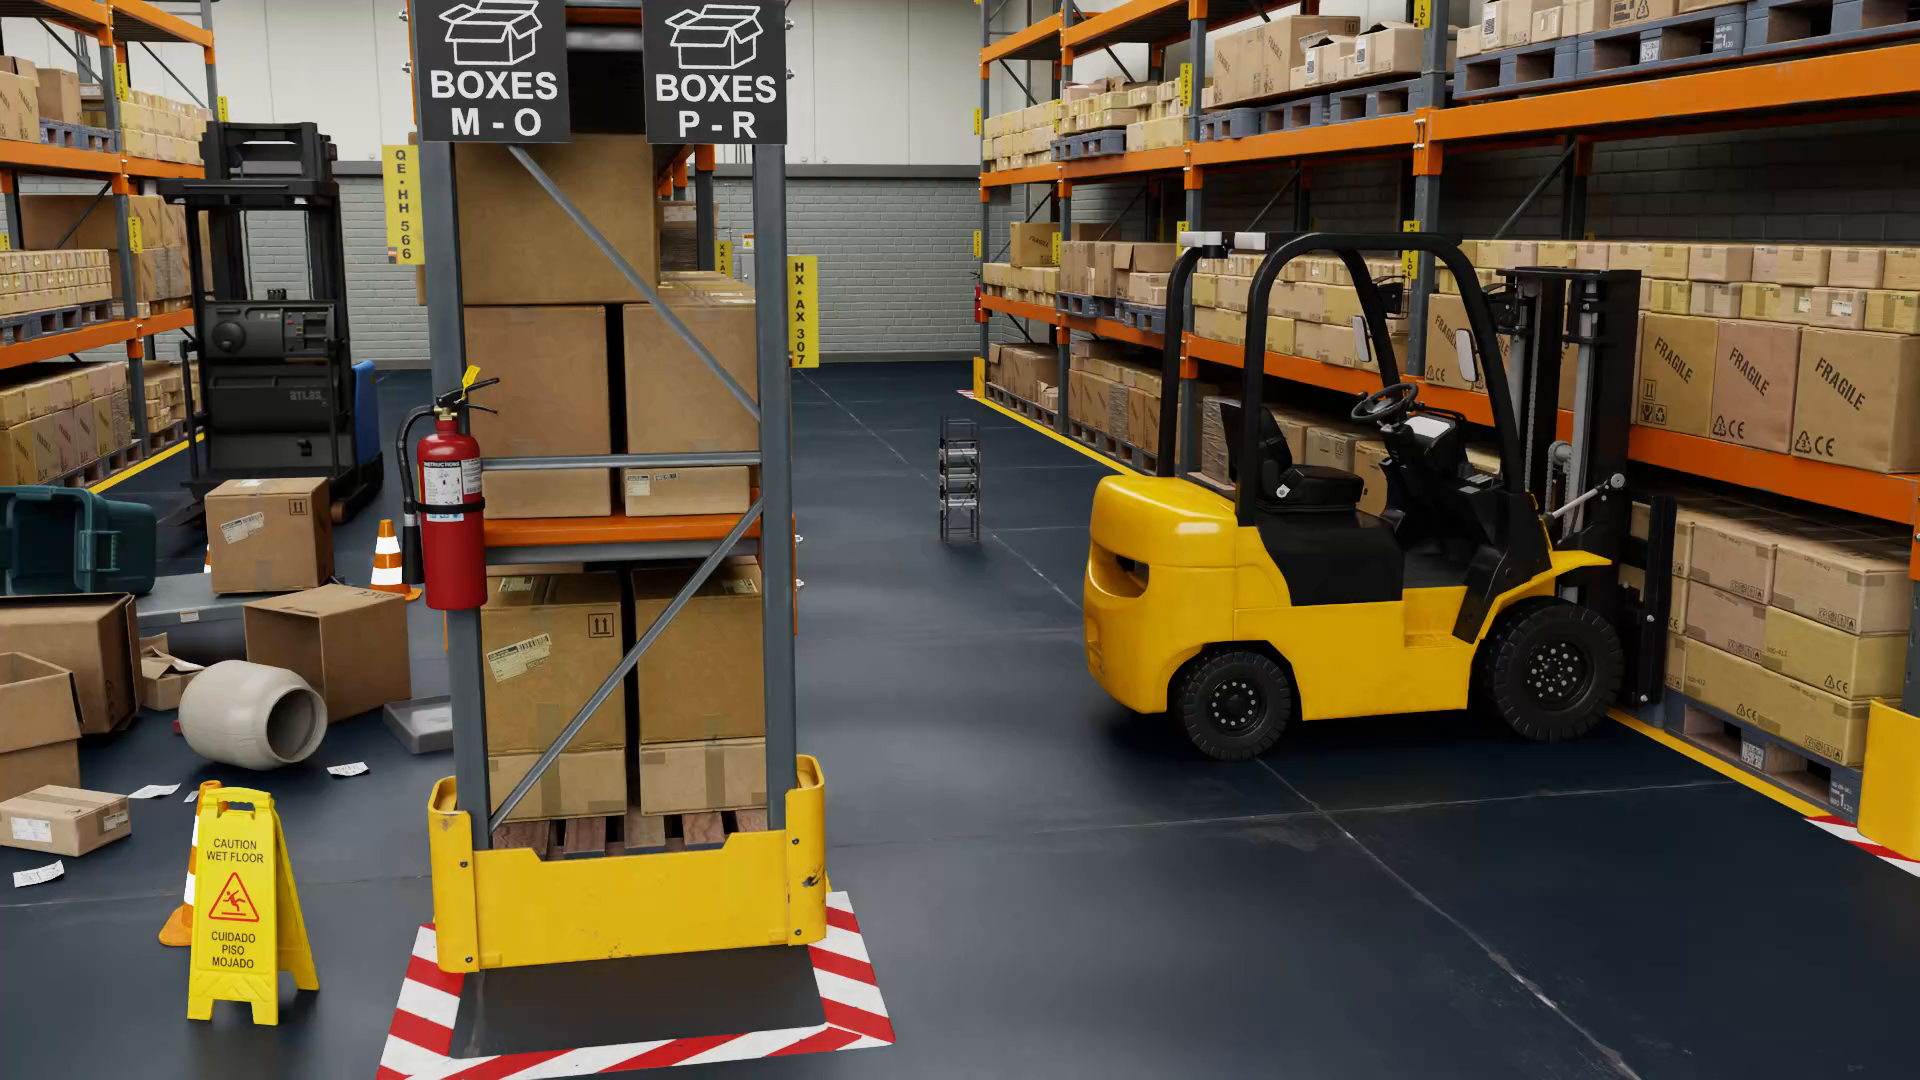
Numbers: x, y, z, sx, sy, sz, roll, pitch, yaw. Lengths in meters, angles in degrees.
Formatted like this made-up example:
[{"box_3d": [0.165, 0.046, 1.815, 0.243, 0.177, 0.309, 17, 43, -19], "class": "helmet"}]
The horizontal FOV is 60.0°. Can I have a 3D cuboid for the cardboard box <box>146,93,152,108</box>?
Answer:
[{"box_3d": [-8.188, -4.321, 16.352, 0.380, 0.149, 0.250, -2, 11, -13], "class": "cardboard box"}]

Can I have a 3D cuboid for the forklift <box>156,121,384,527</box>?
[{"box_3d": [-5.149, -1.606, 12.296, 1.130, 2.935, 3.031, -2, 11, -9], "class": "forklift"}]

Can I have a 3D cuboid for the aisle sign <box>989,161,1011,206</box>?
[{"box_3d": [0.456, -4.619, 20.988, 0.394, 0.787, 0.004, -2, 11, -11], "class": "aisle sign"}]

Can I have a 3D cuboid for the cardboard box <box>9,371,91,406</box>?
[{"box_3d": [-7.572, -1.255, 13.822, 0.500, 0.250, 0.500, -3, 11, -14], "class": "cardboard box"}]

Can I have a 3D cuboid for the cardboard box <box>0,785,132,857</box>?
[{"box_3d": [-3.235, 1.010, 5.994, 0.380, 0.149, 0.250, 4, 11, 18], "class": "cardboard box"}]

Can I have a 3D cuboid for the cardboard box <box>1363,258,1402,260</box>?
[{"box_3d": [2.983, -1.860, 11.445, 0.380, 0.149, 0.250, -2, 11, -11], "class": "cardboard box"}]

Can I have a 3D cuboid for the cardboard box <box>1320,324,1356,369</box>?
[{"box_3d": [2.634, -1.240, 10.591, 0.500, 0.250, 0.500, -2, 11, -11], "class": "cardboard box"}]

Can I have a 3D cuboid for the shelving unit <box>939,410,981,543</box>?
[{"box_3d": [-0.002, -0.444, 11.620, 0.258, 0.900, 0.210, -2, 11, -11], "class": "shelving unit"}]

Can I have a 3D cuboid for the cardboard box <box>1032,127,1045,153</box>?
[{"box_3d": [1.085, -4.326, 17.988, 0.500, 0.250, 0.500, -3, 11, -13], "class": "cardboard box"}]

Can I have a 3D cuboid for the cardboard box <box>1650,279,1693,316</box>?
[{"box_3d": [3.254, -1.061, 7.245, 0.380, 0.149, 0.250, -2, 11, -11], "class": "cardboard box"}]

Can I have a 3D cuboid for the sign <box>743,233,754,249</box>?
[{"box_3d": [-3.236, -4.683, 26.071, 0.339, 0.242, 0.001, -2, 11, -11], "class": "sign"}]

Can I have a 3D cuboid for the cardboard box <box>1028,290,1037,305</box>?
[{"box_3d": [0.978, -2.721, 18.640, 0.380, 0.149, 0.250, -2, 11, -12], "class": "cardboard box"}]

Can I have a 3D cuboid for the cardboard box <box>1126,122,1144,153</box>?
[{"box_3d": [1.780, -3.542, 14.660, 0.500, 0.250, 0.500, -2, 11, -11], "class": "cardboard box"}]

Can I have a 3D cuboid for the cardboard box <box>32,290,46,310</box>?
[{"box_3d": [-7.539, -1.908, 13.248, 0.380, 0.149, 0.250, -2, 11, -10], "class": "cardboard box"}]

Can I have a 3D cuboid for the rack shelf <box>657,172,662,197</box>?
[{"box_3d": [-3.722, -3.912, 18.129, 1.077, 0.370, 4.000, -2, 11, -11], "class": "rack shelf"}]

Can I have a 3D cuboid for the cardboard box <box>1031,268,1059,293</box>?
[{"box_3d": [1.085, -2.854, 18.277, 0.500, 0.250, 0.500, -2, 11, -11], "class": "cardboard box"}]

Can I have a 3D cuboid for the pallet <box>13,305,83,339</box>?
[{"box_3d": [-7.816, -1.760, 13.435, 1.003, 0.211, 1.213, -2, 11, -11], "class": "pallet"}]

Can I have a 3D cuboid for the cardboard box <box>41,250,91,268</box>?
[{"box_3d": [-7.797, -2.438, 14.442, 0.380, 0.149, 0.250, -2, 11, -13], "class": "cardboard box"}]

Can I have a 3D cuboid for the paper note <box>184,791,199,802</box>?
[{"box_3d": [-2.977, 0.994, 6.448, 0.032, 0.001, 0.123, -2, 11, -11], "class": "paper note"}]

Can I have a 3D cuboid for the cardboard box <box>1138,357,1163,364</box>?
[{"box_3d": [2.002, -1.754, 16.716, 0.380, 0.149, 0.250, -2, 11, -10], "class": "cardboard box"}]

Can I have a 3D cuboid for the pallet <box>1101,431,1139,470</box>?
[{"box_3d": [1.972, -0.864, 15.673, 1.003, 0.211, 1.213, -2, 11, -11], "class": "pallet"}]

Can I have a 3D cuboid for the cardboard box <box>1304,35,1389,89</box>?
[{"box_3d": [2.562, -3.089, 10.728, 0.500, 0.311, 0.500, -3, 11, -13], "class": "cardboard box"}]

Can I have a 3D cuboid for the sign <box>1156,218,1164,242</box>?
[{"box_3d": [2.079, -3.196, 17.368, 0.100, 0.325, 0.005, -2, 11, -11], "class": "sign"}]

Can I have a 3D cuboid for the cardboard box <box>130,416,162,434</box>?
[{"box_3d": [-7.924, -1.111, 16.011, 0.380, 0.149, 0.250, -3, 11, -13], "class": "cardboard box"}]

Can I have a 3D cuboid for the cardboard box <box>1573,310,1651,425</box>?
[{"box_3d": [3.216, -0.816, 7.696, 0.500, 0.500, 0.500, -2, 11, -11], "class": "cardboard box"}]

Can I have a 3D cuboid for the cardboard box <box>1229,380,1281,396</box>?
[{"box_3d": [2.518, -1.276, 14.208, 0.380, 0.149, 0.250, -2, 11, -8], "class": "cardboard box"}]

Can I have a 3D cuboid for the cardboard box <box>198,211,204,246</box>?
[{"box_3d": [-8.405, -3.384, 17.714, 0.500, 0.500, 0.500, -2, 11, -8], "class": "cardboard box"}]

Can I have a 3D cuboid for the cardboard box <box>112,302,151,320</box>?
[{"box_3d": [-7.903, -2.167, 15.730, 0.380, 0.149, 0.250, -2, 11, -9], "class": "cardboard box"}]

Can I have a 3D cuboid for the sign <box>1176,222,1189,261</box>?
[{"box_3d": [1.783, -2.381, 13.299, 0.100, 0.325, 0.005, -2, 11, -11], "class": "sign"}]

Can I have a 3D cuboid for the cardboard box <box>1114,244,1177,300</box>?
[{"box_3d": [1.815, -2.422, 15.001, 0.797, 0.503, 0.637, -2, 11, -12], "class": "cardboard box"}]

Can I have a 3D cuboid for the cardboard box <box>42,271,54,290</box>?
[{"box_3d": [-7.596, -2.103, 13.478, 0.380, 0.149, 0.250, -2, 11, -9], "class": "cardboard box"}]

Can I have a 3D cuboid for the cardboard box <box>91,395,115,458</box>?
[{"box_3d": [-7.678, -0.984, 14.406, 0.500, 0.500, 0.500, -2, 11, -12], "class": "cardboard box"}]

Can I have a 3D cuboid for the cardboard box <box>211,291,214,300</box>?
[{"box_3d": [-8.531, -2.695, 18.504, 0.380, 0.149, 0.250, -2, 11, -12], "class": "cardboard box"}]

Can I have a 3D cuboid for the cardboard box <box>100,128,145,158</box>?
[{"box_3d": [-8.000, -3.721, 15.602, 0.500, 0.250, 0.500, -2, 11, -8], "class": "cardboard box"}]

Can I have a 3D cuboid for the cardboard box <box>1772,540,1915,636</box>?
[{"box_3d": [3.474, 0.175, 6.312, 0.500, 0.250, 0.500, -2, 11, -9], "class": "cardboard box"}]

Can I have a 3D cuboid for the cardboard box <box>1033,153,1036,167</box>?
[{"box_3d": [1.021, -4.201, 18.397, 0.380, 0.149, 0.250, -2, 11, -9], "class": "cardboard box"}]

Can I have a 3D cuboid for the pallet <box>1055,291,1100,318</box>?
[{"box_3d": [1.584, -2.361, 16.594, 1.003, 0.211, 1.213, -2, 11, -11], "class": "pallet"}]

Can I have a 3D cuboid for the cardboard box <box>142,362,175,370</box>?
[{"box_3d": [-9.006, -1.903, 18.585, 0.380, 0.149, 0.250, -2, 11, -10], "class": "cardboard box"}]

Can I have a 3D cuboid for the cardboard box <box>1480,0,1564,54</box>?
[{"box_3d": [3.014, -2.663, 8.489, 0.500, 0.311, 0.500, -2, 11, -10], "class": "cardboard box"}]

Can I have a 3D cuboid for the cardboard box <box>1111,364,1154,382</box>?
[{"box_3d": [1.660, -1.590, 15.858, 0.380, 0.149, 0.250, -2, 11, -9], "class": "cardboard box"}]

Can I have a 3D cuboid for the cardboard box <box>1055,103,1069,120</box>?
[{"box_3d": [1.164, -4.287, 16.662, 0.380, 0.149, 0.250, -2, 11, -9], "class": "cardboard box"}]

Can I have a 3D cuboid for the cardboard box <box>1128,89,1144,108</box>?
[{"box_3d": [1.704, -3.905, 14.706, 0.380, 0.149, 0.250, -2, 11, -11], "class": "cardboard box"}]

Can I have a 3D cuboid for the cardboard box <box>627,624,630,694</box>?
[{"box_3d": [-1.706, 0.499, 7.281, 0.500, 0.250, 0.500, -2, 11, -12], "class": "cardboard box"}]

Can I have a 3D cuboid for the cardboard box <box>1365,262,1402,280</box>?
[{"box_3d": [2.743, -1.655, 10.366, 0.380, 0.149, 0.250, -2, 11, -11], "class": "cardboard box"}]

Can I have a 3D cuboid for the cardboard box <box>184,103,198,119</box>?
[{"box_3d": [-8.433, -4.611, 17.874, 0.380, 0.149, 0.250, -2, 11, -10], "class": "cardboard box"}]

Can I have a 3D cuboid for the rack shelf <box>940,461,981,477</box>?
[{"box_3d": [-0.002, -0.499, 11.610, 0.258, 0.077, 0.200, -2, 11, -11], "class": "rack shelf"}]

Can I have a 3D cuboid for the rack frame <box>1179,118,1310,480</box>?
[{"box_3d": [2.314, -1.873, 13.512, 1.000, 3.000, 0.127, -2, 11, -11], "class": "rack frame"}]

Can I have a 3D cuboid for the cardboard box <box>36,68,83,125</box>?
[{"box_3d": [-8.203, -3.882, 14.656, 0.700, 0.500, 0.500, -2, 11, -11], "class": "cardboard box"}]

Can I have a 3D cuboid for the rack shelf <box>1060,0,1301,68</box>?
[{"box_3d": [1.925, -4.637, 14.983, 1.077, 0.370, 4.000, -2, 11, -11], "class": "rack shelf"}]

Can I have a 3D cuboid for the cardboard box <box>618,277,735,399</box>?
[{"box_3d": [-1.234, -0.891, 7.294, 0.500, 0.500, 0.500, -2, 11, -9], "class": "cardboard box"}]

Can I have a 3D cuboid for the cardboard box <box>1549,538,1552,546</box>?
[{"box_3d": [3.069, 0.045, 8.332, 0.500, 0.250, 0.500, -2, 11, -11], "class": "cardboard box"}]

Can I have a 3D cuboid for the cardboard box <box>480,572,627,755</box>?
[{"box_3d": [-1.410, 0.415, 5.721, 0.500, 0.500, 0.500, -2, 11, -11], "class": "cardboard box"}]

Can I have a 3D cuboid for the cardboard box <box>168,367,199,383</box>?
[{"box_3d": [-8.332, -1.782, 17.948, 0.380, 0.149, 0.250, -2, 11, -9], "class": "cardboard box"}]

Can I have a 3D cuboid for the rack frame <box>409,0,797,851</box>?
[{"box_3d": [-0.999, -0.224, 4.851, 1.000, 3.000, 0.127, -2, 11, -11], "class": "rack frame"}]

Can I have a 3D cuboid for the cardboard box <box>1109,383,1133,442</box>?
[{"box_3d": [1.710, -1.203, 15.558, 0.500, 0.500, 0.500, -3, 11, -13], "class": "cardboard box"}]

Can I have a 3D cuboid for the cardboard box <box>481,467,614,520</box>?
[{"box_3d": [-1.281, -0.161, 5.194, 0.380, 0.149, 0.250, -2, 11, -9], "class": "cardboard box"}]

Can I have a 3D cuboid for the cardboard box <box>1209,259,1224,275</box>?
[{"box_3d": [2.140, -2.122, 12.822, 0.380, 0.149, 0.250, -2, 11, -10], "class": "cardboard box"}]

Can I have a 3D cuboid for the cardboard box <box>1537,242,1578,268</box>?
[{"box_3d": [3.087, -1.395, 8.205, 0.380, 0.149, 0.250, -2, 11, -12], "class": "cardboard box"}]
